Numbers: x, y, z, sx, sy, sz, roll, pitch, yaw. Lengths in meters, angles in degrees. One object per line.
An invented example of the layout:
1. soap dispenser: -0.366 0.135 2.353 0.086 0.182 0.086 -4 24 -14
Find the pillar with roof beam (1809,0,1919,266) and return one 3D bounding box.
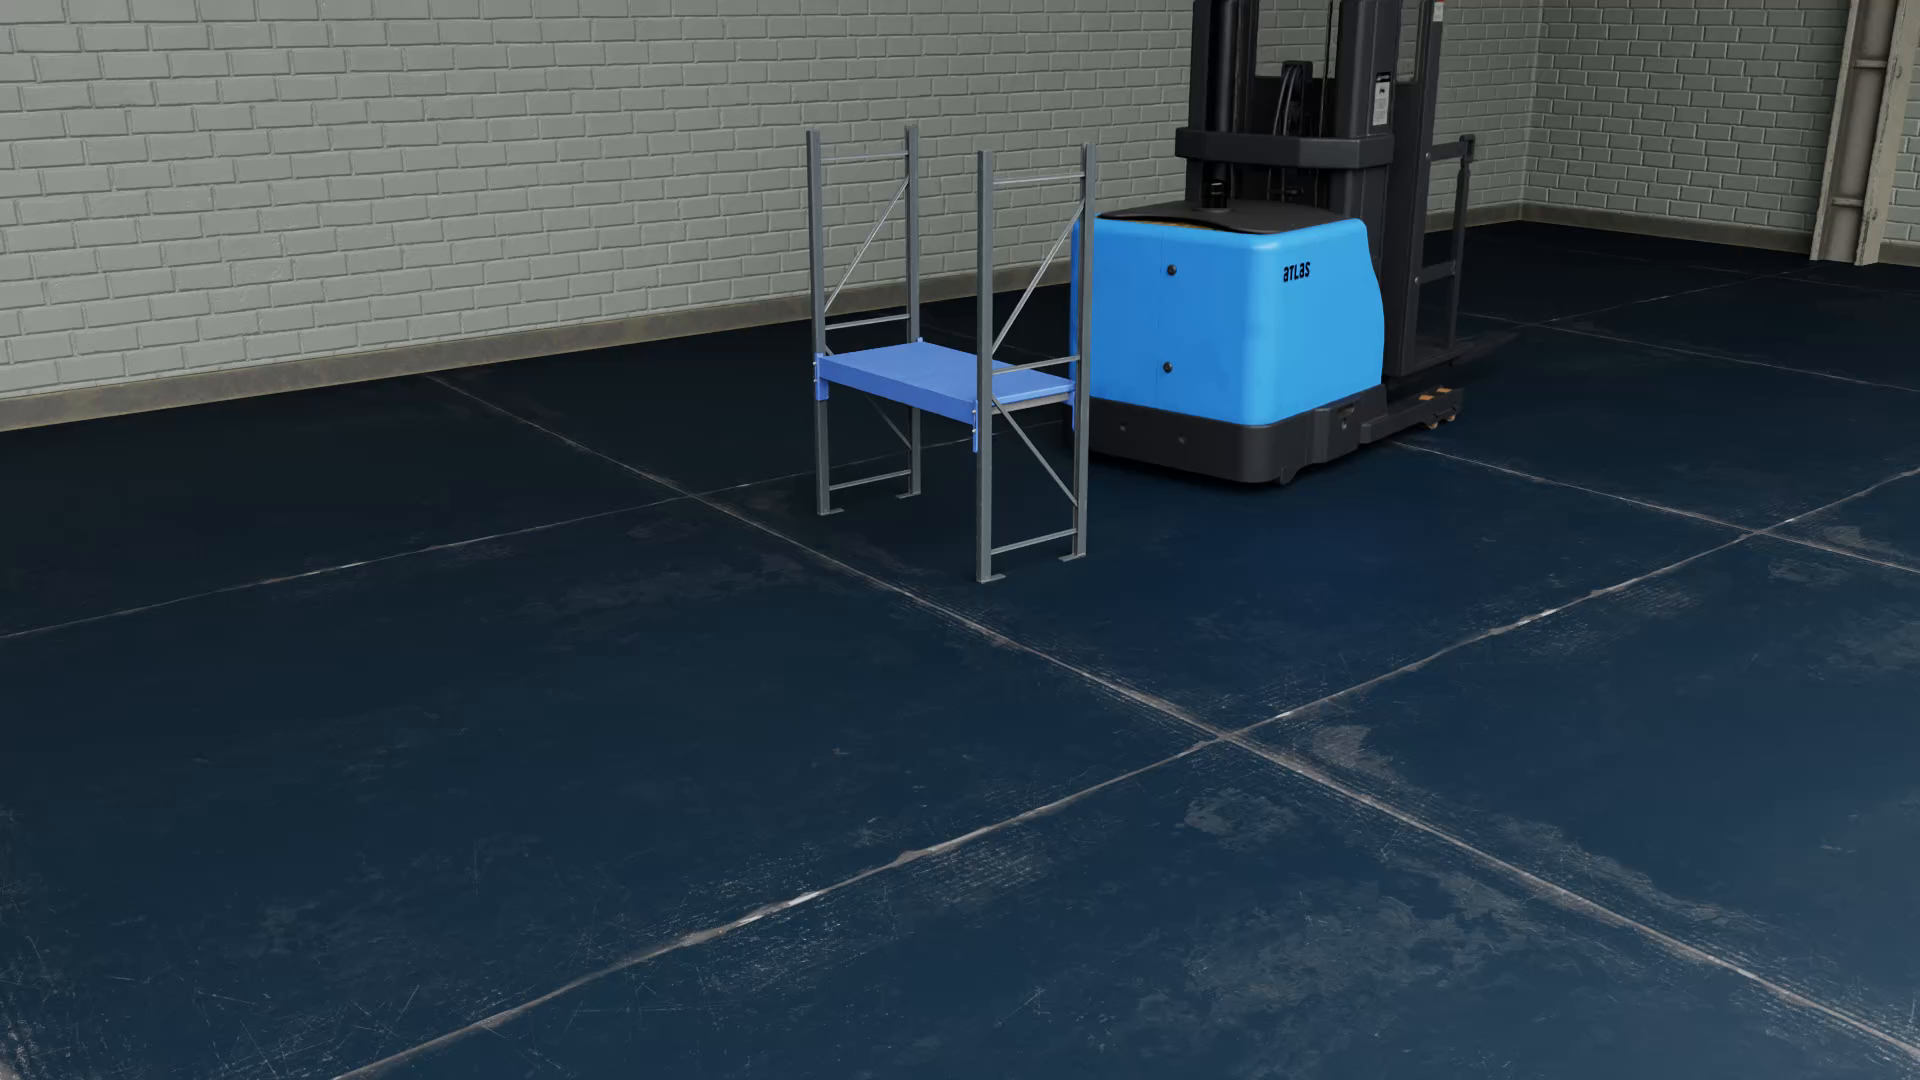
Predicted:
1. pillar with roof beam: 3.492 -5.602 8.966 9.100 9.000 0.400 -14 23 -36

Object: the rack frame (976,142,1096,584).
1. rack frame: 0.263 -0.608 5.812 0.500 1.500 0.032 -14 23 -36

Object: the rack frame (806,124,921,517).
1. rack frame: -0.369 -0.858 6.568 0.500 1.500 0.032 -14 23 -36

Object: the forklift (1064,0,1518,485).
1. forklift: 1.803 -2.011 7.774 1.130 2.935 3.031 15 24 38

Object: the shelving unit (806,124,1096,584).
1. shelving unit: -0.053 -0.733 6.190 0.538 1.500 1.048 -14 23 -36

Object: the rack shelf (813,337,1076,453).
1. rack shelf: -0.053 -0.562 6.247 0.538 0.185 1.000 -14 23 -36
